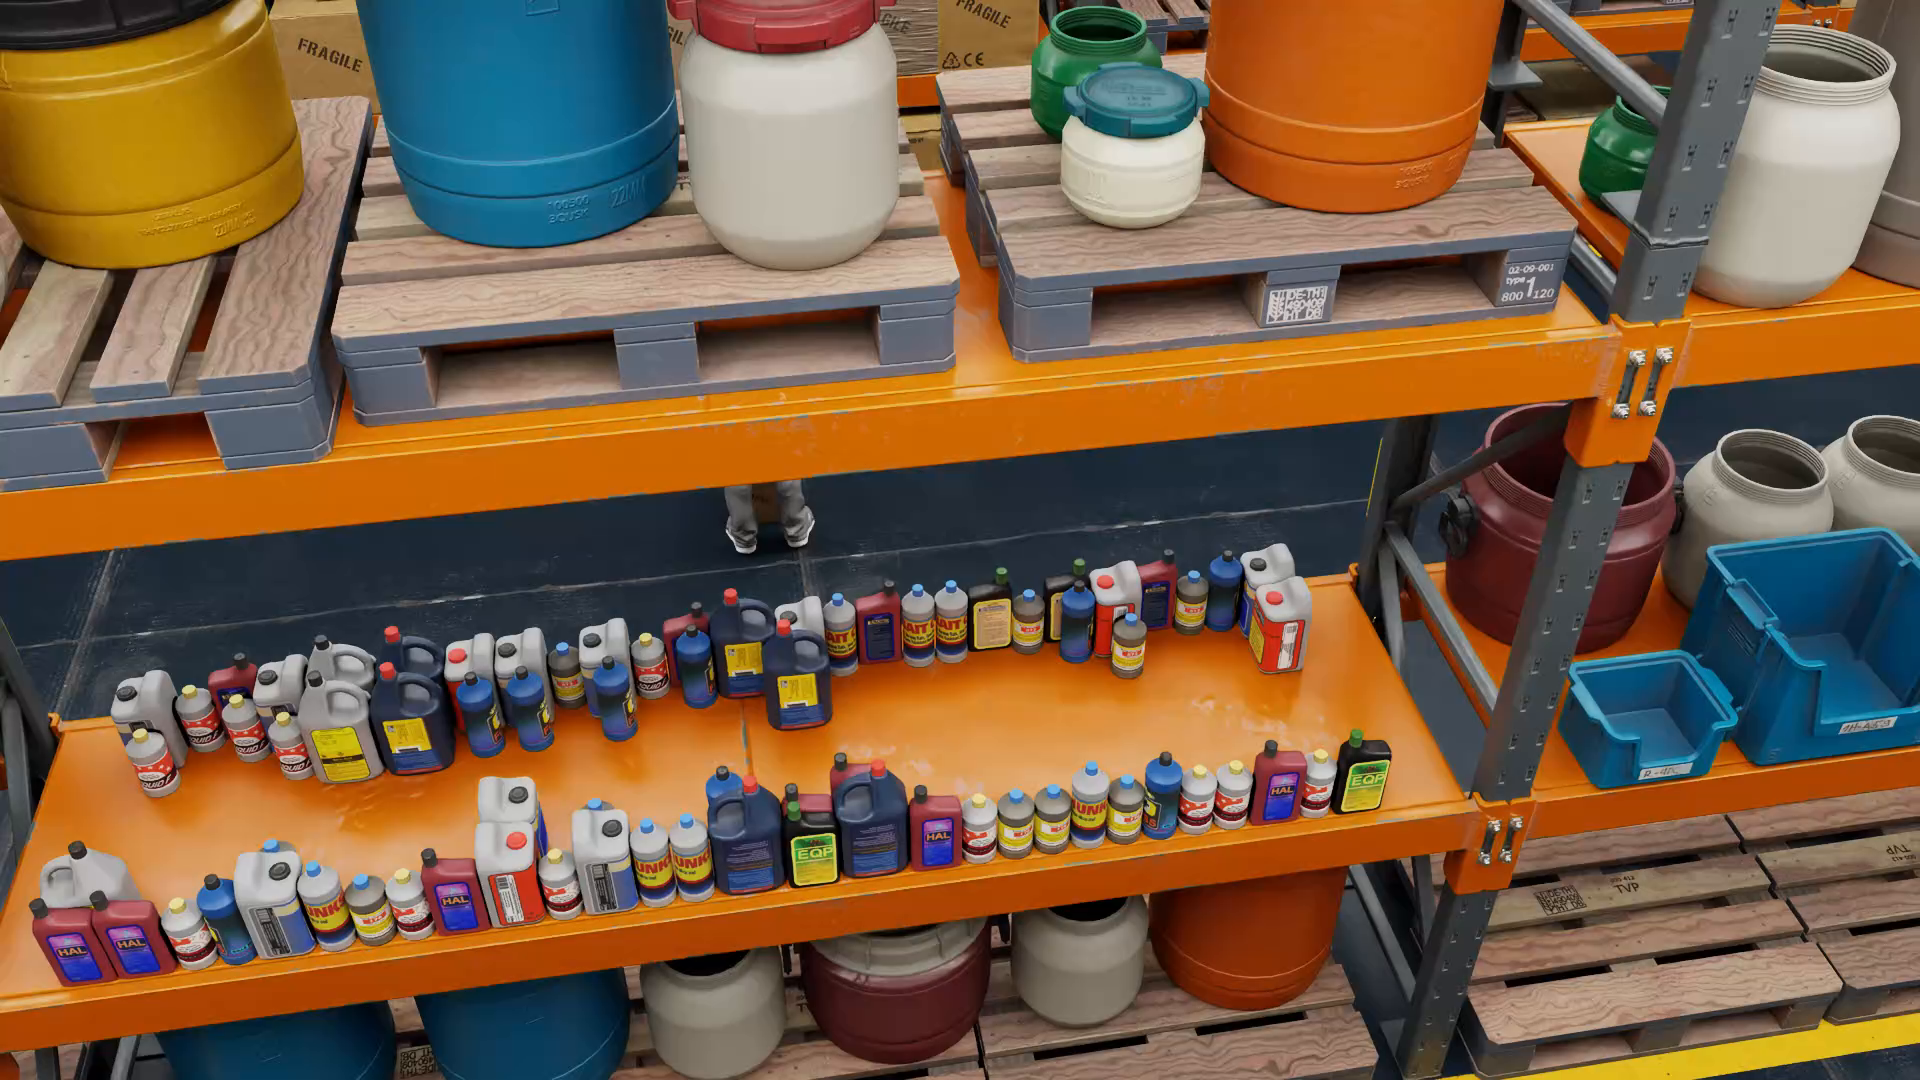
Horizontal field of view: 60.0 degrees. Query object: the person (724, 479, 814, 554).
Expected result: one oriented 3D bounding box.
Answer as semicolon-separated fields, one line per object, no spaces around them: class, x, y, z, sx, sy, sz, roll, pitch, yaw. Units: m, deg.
person;-0.878;-0.610;6.920;0.485;1.581;0.345;-9;40;-10
